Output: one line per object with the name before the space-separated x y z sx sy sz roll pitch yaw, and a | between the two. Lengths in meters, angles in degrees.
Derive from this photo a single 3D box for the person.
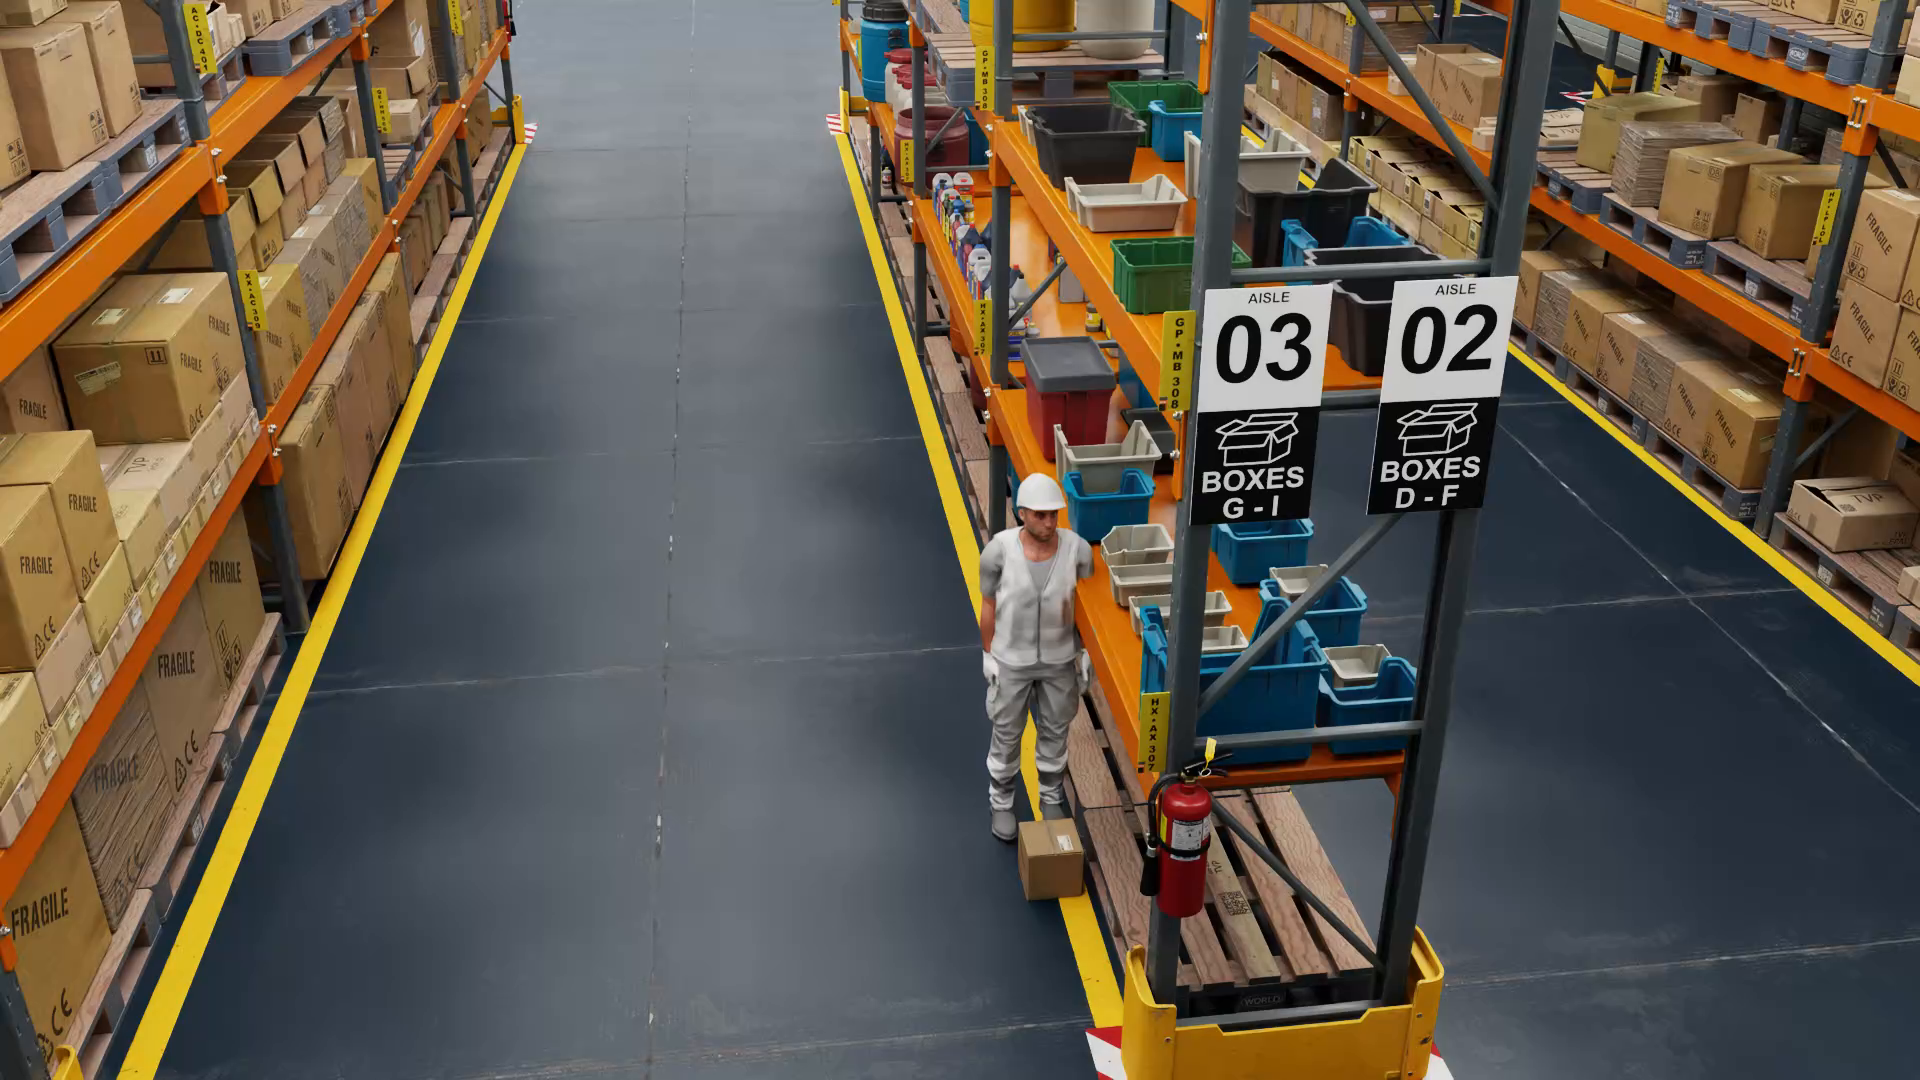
person | 0.349 0.535 7.530 0.525 1.792 0.355 -3 27 -6
